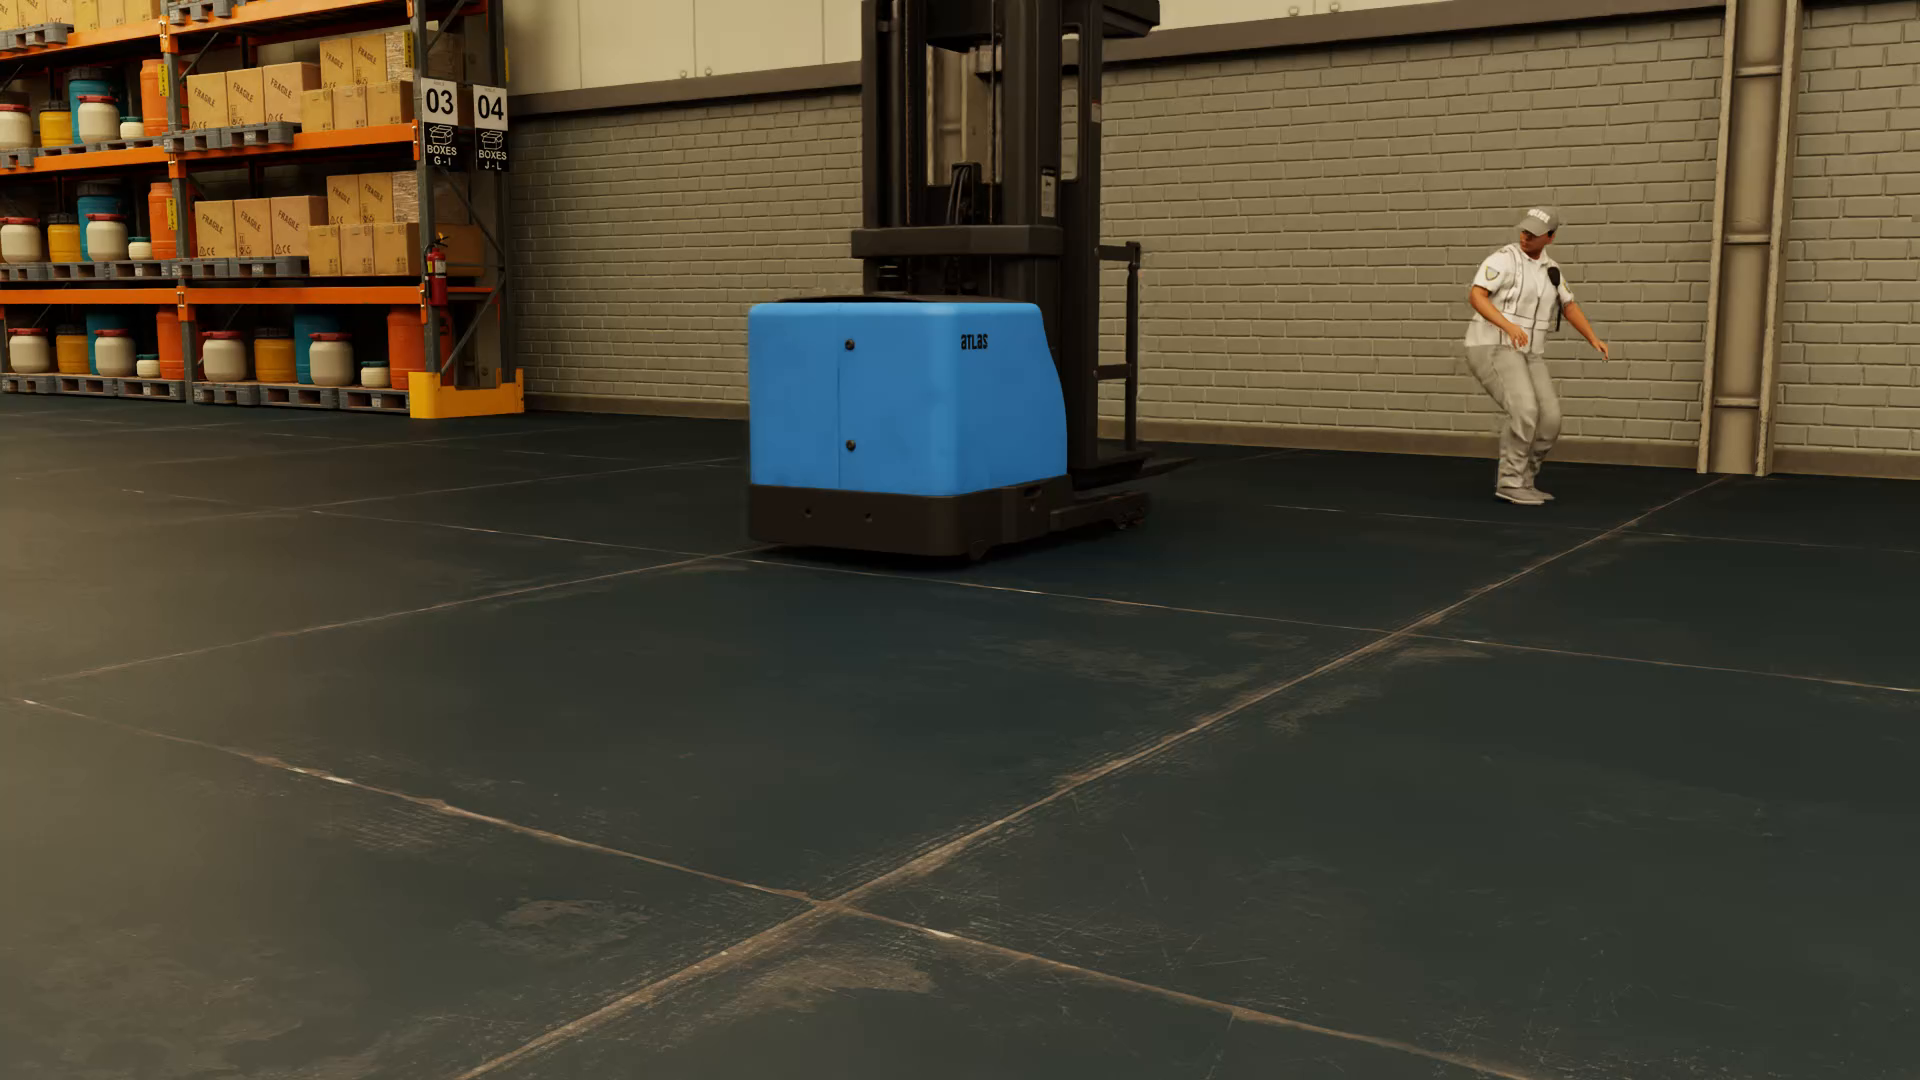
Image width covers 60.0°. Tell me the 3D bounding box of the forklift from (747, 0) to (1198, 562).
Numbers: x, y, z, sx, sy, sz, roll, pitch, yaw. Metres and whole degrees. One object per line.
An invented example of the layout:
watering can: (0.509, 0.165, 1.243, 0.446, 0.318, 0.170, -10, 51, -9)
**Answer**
forklift: (0.268, -1.529, 7.946, 1.130, 2.935, 3.031, 5, 9, 30)

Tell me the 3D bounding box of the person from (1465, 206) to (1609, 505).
person: (3.099, -0.992, 9.040, 0.719, 1.620, 0.611, -5, 10, -32)
